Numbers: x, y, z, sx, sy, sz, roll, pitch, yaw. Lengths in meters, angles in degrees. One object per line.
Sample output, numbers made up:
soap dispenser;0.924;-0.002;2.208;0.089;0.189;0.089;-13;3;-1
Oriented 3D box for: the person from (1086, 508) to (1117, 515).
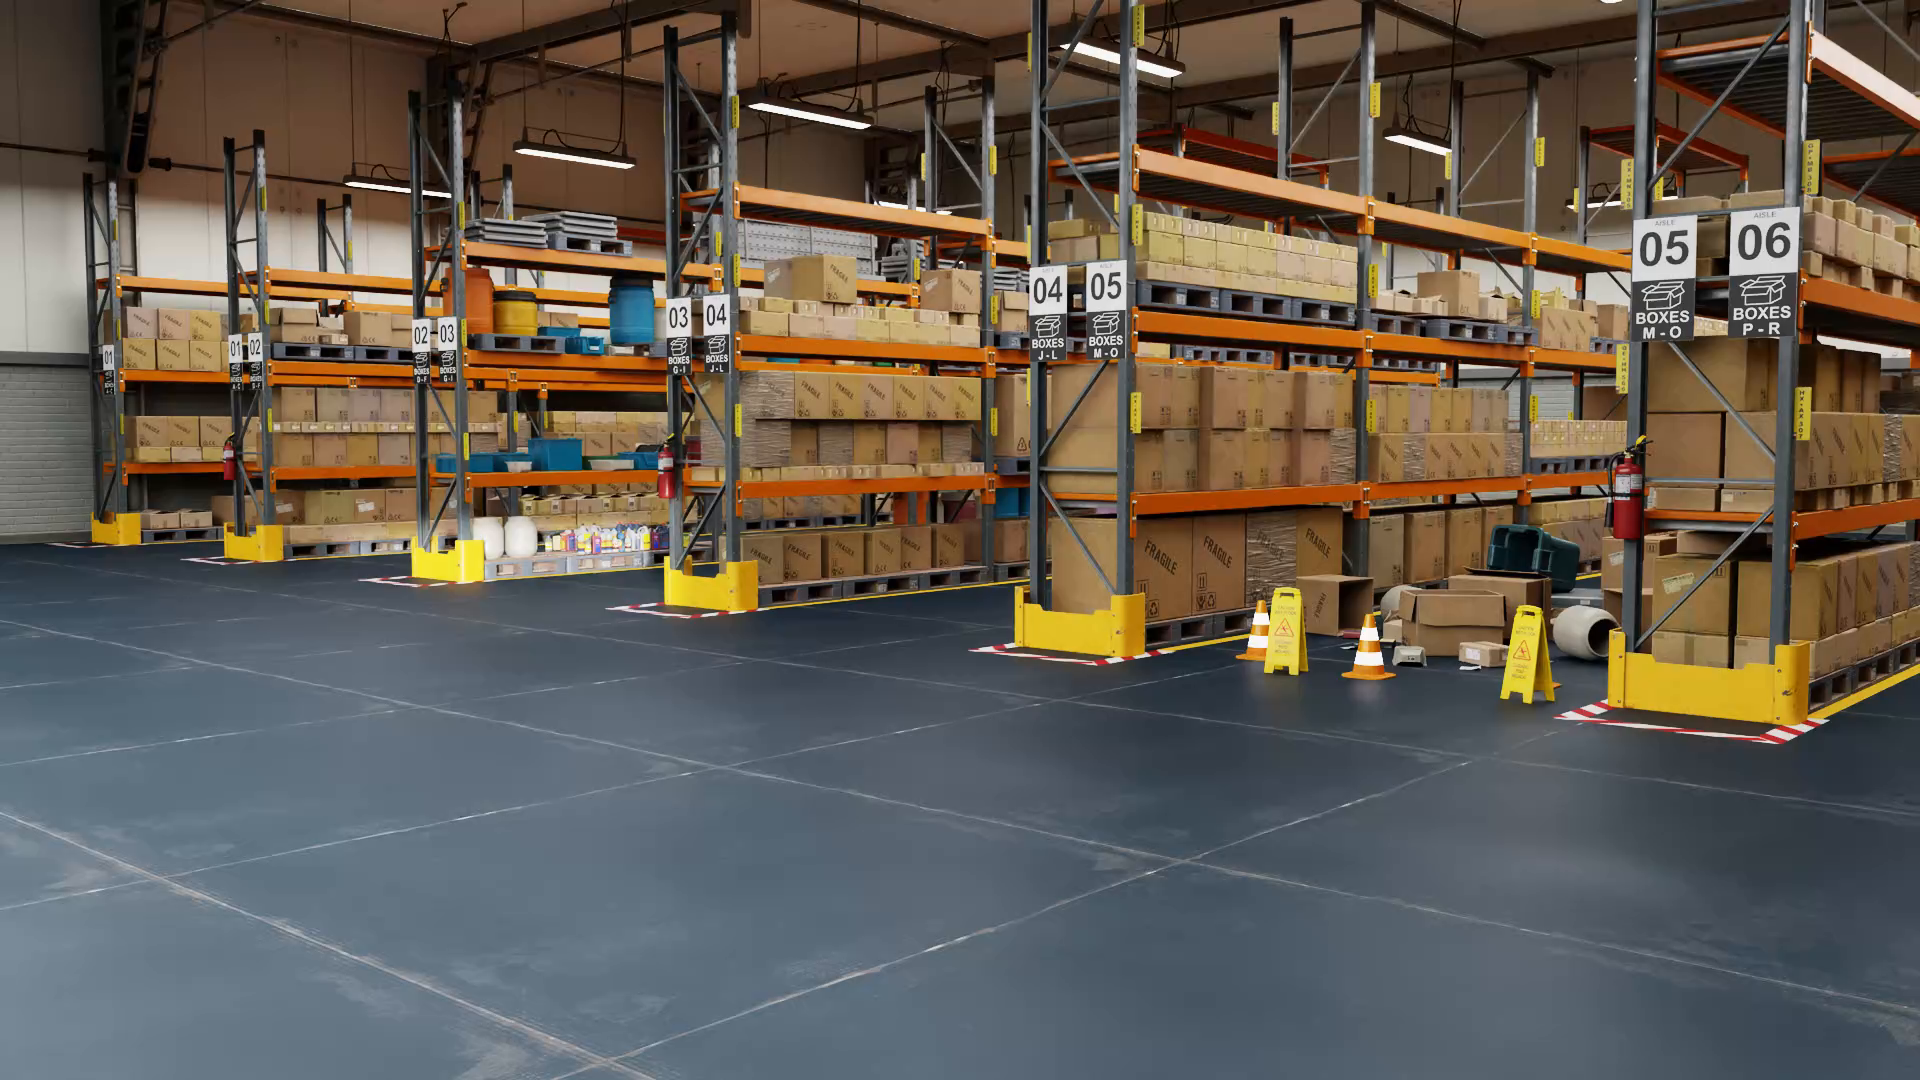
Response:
person;1.478;-0.065;16.731;0.467;1.592;0.349;3;5;40
